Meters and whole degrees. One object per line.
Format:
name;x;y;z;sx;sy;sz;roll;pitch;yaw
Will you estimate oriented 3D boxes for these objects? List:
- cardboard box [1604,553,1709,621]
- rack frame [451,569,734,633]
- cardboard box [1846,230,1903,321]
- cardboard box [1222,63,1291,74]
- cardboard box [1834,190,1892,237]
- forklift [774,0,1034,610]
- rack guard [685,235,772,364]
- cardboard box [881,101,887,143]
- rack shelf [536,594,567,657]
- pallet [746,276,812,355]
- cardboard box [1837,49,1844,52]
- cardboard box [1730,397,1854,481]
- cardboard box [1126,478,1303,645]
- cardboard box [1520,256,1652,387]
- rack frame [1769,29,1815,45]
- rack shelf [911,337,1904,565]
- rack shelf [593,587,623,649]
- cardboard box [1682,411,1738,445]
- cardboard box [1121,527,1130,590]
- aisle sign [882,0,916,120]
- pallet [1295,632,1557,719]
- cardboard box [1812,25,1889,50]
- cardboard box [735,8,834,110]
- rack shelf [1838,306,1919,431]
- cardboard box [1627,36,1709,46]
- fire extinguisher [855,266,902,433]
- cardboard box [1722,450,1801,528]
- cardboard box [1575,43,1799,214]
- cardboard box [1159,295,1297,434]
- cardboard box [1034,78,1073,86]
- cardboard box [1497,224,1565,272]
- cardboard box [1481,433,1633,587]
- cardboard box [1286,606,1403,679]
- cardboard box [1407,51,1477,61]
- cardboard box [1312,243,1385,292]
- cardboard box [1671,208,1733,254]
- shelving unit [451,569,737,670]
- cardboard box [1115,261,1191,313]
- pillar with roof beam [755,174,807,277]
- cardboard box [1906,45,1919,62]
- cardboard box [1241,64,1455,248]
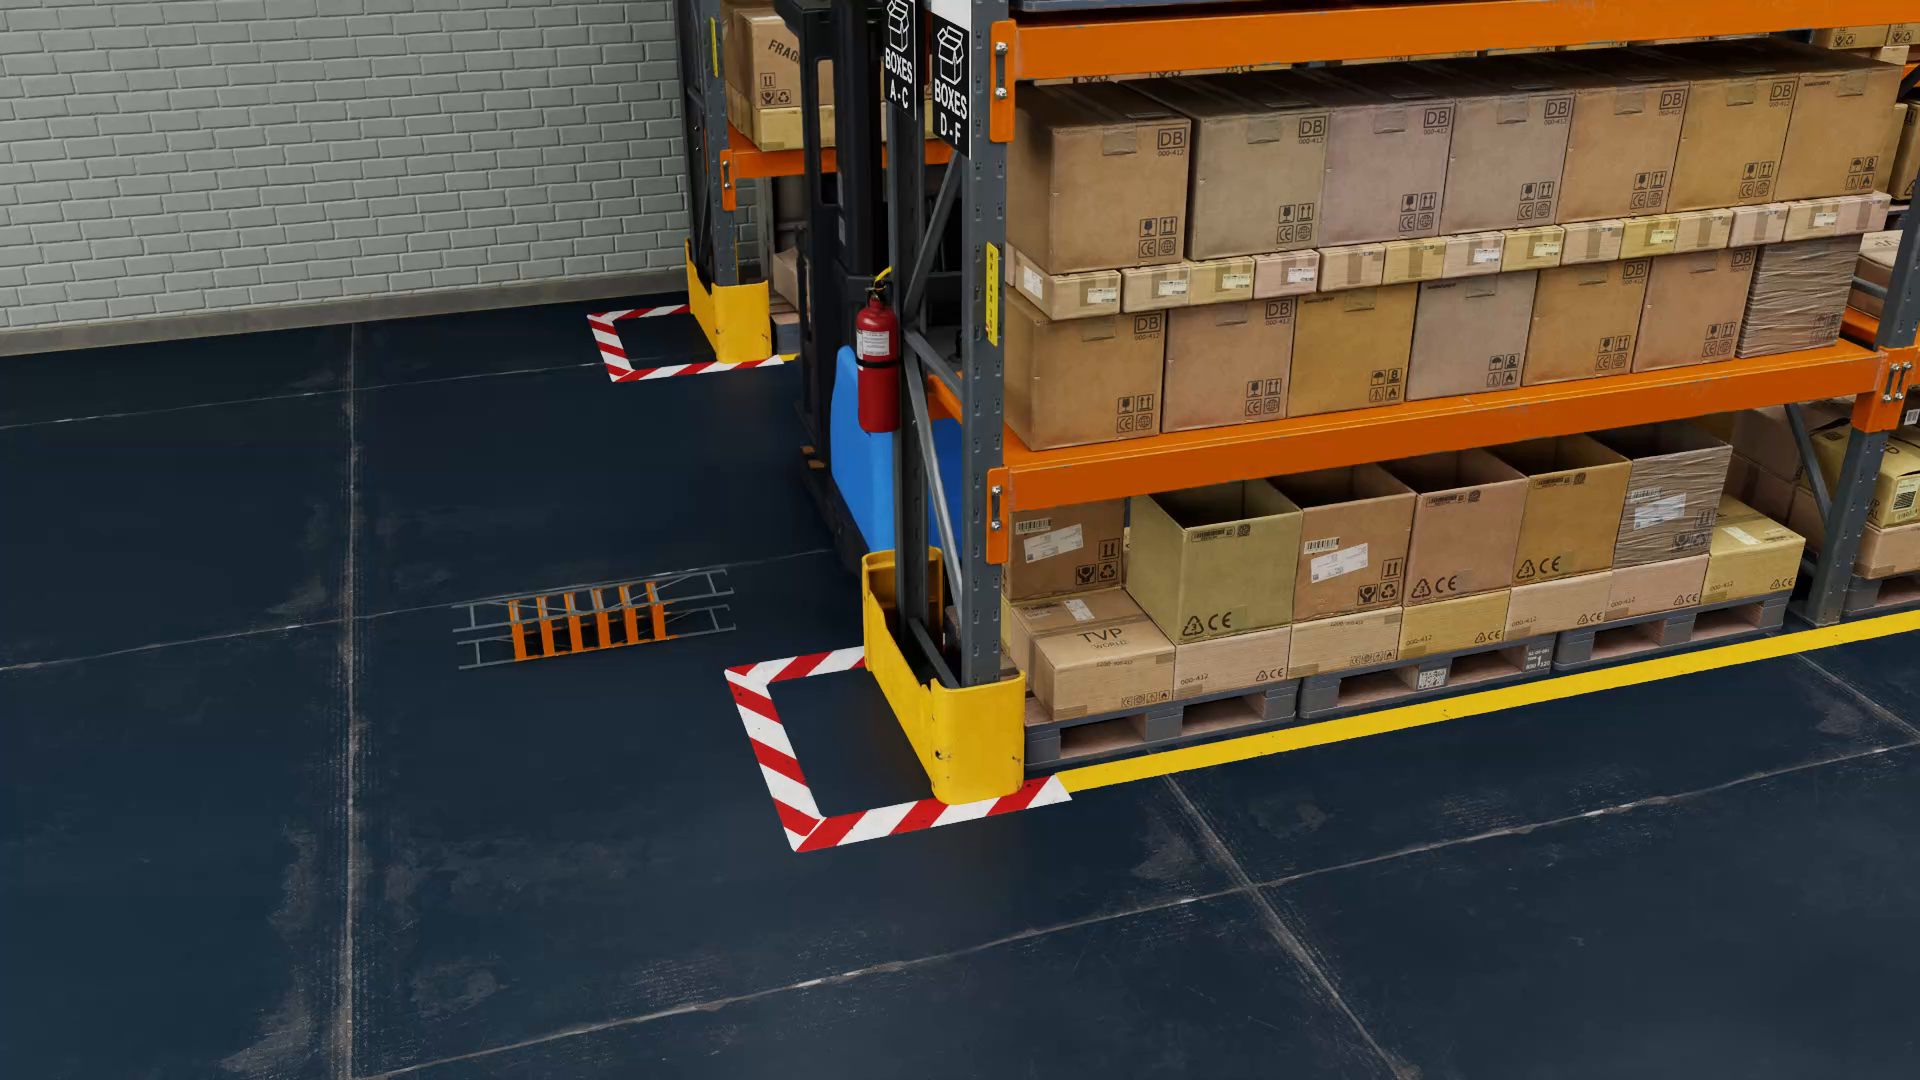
cardboard box;2.890;0.099;7.296;0.500;0.250;0.500;-8;28;-16
rack frame;-1.607;0.262;7.299;1.200;0.006;0.240;-8;27;-15
cardboard box;4.196;-1.184;7.430;0.500;0.250;0.500;-7;27;-13
cardboard box;1.850;-3.341;10.909;0.500;0.500;0.500;-8;28;-16
cardboard box;3.549;-1.372;6.799;0.250;0.149;0.380;-8;28;-16
forklift;-0.260;-1.610;8.198;1.130;2.935;3.031;-7;27;-14
rack guard;-1.527;-1.599;10.909;0.348;0.500;1.175;-8;28;-16
cardboard box;-0.548;-2.660;10.382;0.500;0.250;0.500;-9;28;-18
rack shelf;-1.794;0.369;7.289;0.103;0.180;0.258;-8;27;-15
pallet;-0.744;-1.567;11.168;1.213;0.211;1.003;-8;28;-16
cardboard box;6.392;-3.654;12.496;0.250;0.149;0.380;-9;28;-17
cardboard box;4.038;-0.550;7.973;0.500;0.311;0.500;-8;28;-16
cardboard box;0.992;0.044;6.565;0.500;0.500;0.500;-8;28;-16
cardboard box;2.344;-1.003;6.785;0.500;0.500;0.700;-8;27;-15
rack frame;6.007;-3.810;12.551;0.127;3.000;1.000;-8;28;-16
rack shelf;1.840;-0.567;6.829;4.000;0.370;1.077;-8;28;-16
rack shelf;-1.565;0.338;7.351;0.103;0.180;0.258;-8;27;-15
cardboard box;3.204;-0.526;7.713;0.500;0.500;0.500;-8;28;-16
cardboard box;0.828;0.157;7.181;0.500;0.250;0.500;-8;28;-16
aisle sign;-0.215;-1.894;5.768;0.004;0.787;0.394;-8;28;-16
pallet;1.810;0.345;7.317;1.213;0.211;1.003;-8;28;-16
cardboard box;6.548;-3.955;12.375;0.500;0.500;0.500;-7;27;-15
cardboard box;-1.052;-2.924;10.070;0.500;0.500;0.500;-8;28;-16
rack shelf;5.643;-1.118;7.938;4.000;0.370;1.077;-8;28;-16
cardboard box;5.041;-3.894;12.114;0.500;0.500;0.700;-11;28;-21
fire extinguisher;-0.318;-0.760;6.494;0.183;0.674;0.296;-8;28;-16
cardboard box;4.046;-0.301;8.103;0.500;0.250;0.500;-9;28;-17
cardboard box;2.842;-1.657;6.643;0.500;0.500;0.700;-8;28;-16
cardboard box;0.884;-0.792;6.360;0.500;0.500;0.700;-8;27;-15
cardboard box;0.401;-3.133;10.490;0.500;0.500;0.500;-7;27;-14
cardboard box;2.090;-1.160;6.372;0.250;0.149;0.380;-7;27;-14
cardboard box;2.415;-0.167;6.989;0.500;0.500;0.500;-8;28;-16
cardboard box;1.467;0.310;6.871;0.500;0.250;0.500;-8;28;-16
cardboard box;3.232;-3.630;11.582;0.500;0.500;0.700;-5;27;-11
cardboard box;1.359;-1.055;6.161;0.250;0.149;0.380;-9;28;-18
cardboard box;2.816;-1.265;6.584;0.250;0.149;0.380;-8;28;-16
shelving unit;-1.607;0.344;7.340;1.200;0.189;0.258;-8;27;-15
cardboard box;0.628;-0.950;5.948;0.250;0.149;0.380;-9;28;-17
pillar with roof beam;0.131;-4.037;6.262;0.400;9.000;9.100;-8;28;-16
cardboard box;7.114;-3.772;12.735;0.250;0.149;0.380;-9;28;-17
cardboard box;1.414;-1.451;6.227;0.500;0.500;0.700;-8;28;-16
